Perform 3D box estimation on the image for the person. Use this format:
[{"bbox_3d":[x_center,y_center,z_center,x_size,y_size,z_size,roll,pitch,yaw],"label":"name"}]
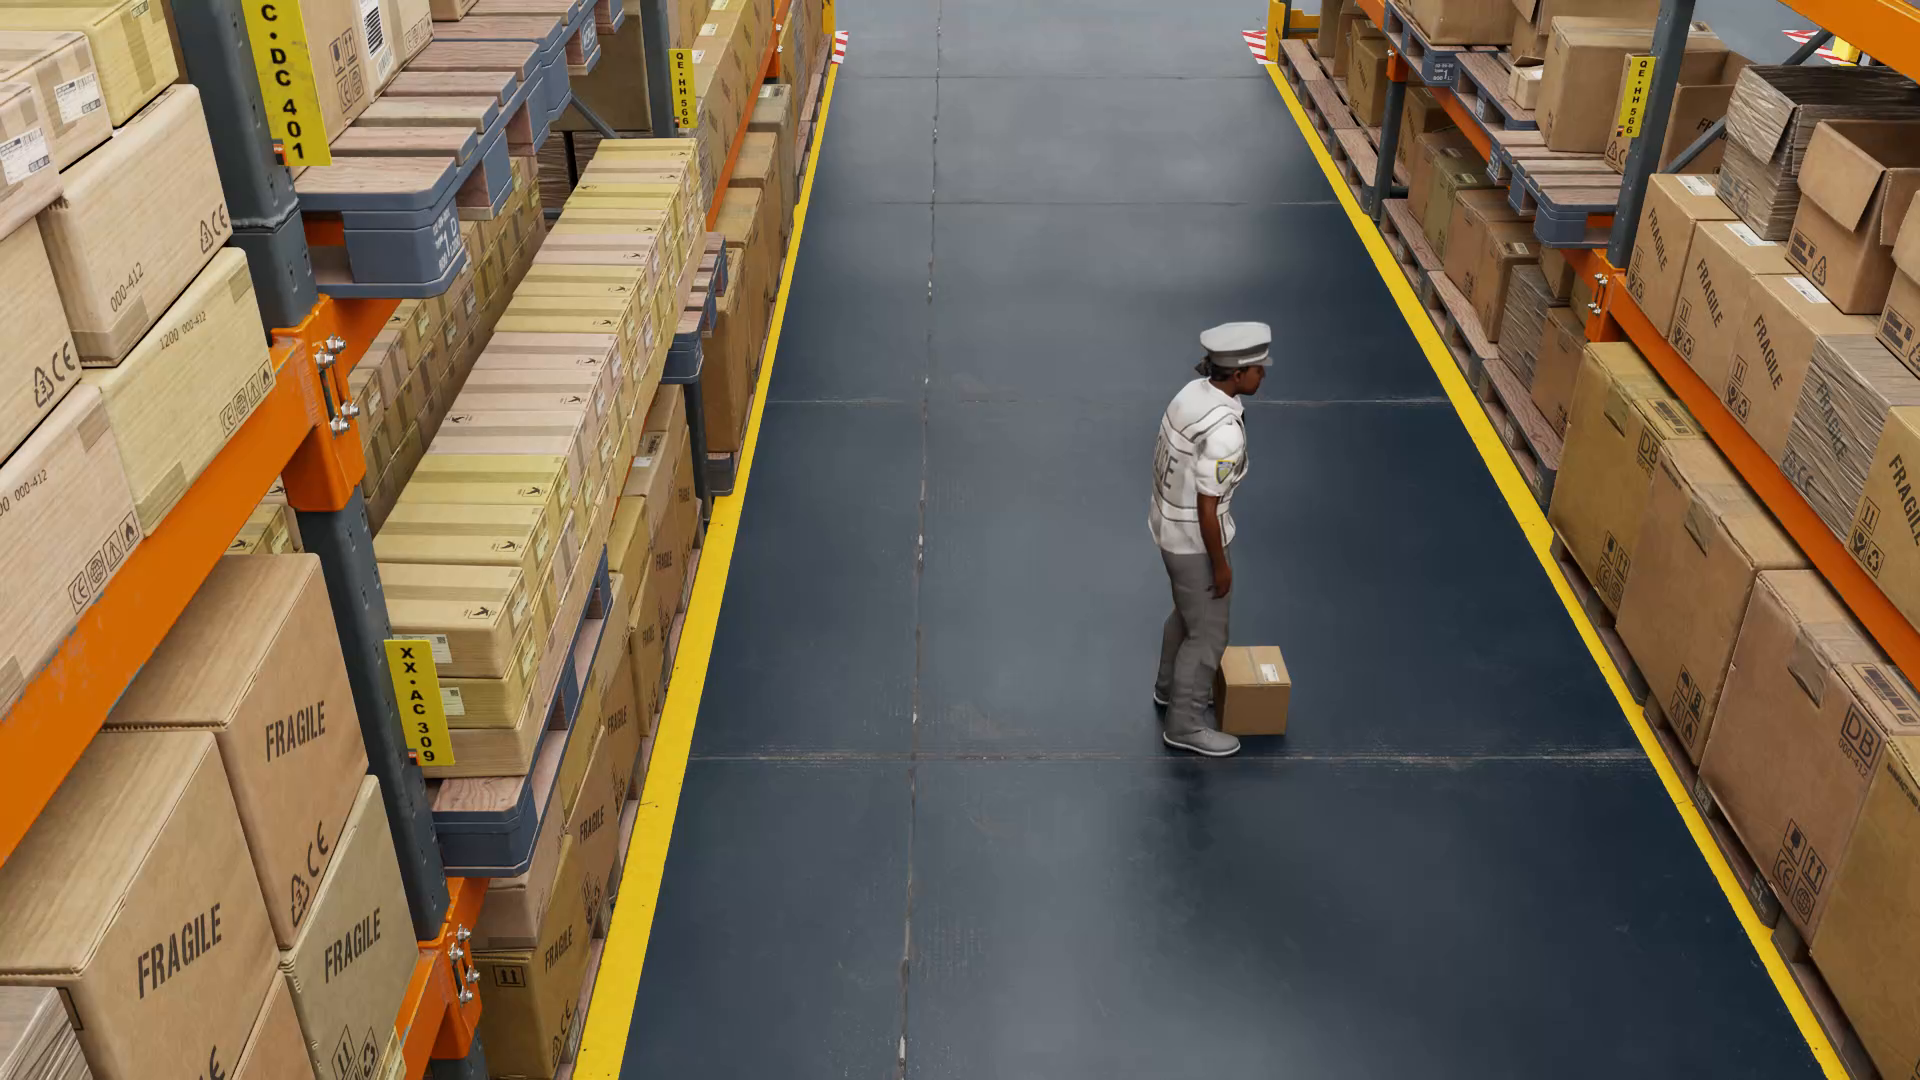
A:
[{"bbox_3d":[0.900,-0.004,6.142,0.397,1.659,0.528,-2,32,-3],"label":"person"}]
